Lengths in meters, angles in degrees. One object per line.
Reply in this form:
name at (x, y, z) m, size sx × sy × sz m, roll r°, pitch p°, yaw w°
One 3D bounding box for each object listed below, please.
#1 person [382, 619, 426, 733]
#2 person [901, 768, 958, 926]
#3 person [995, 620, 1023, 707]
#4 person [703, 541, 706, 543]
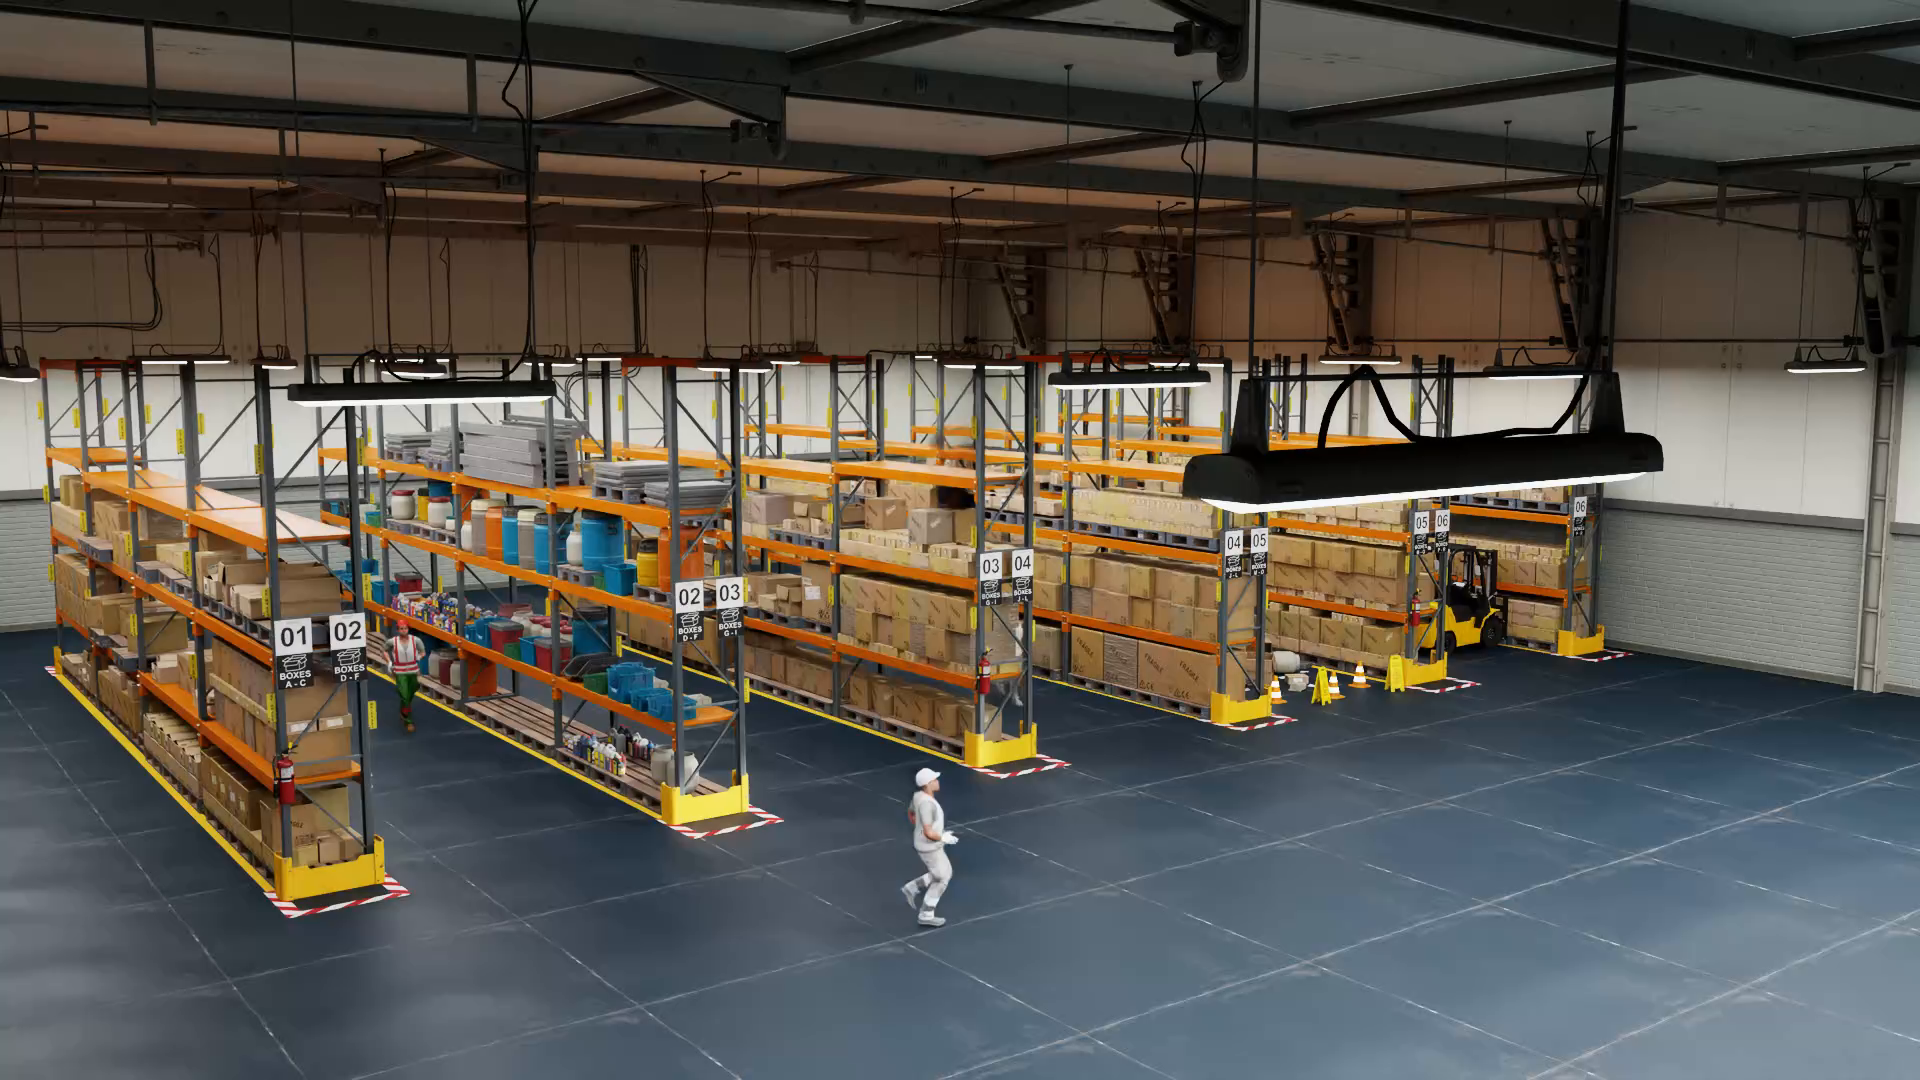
person at (-9.034, 2.175, 27.152) m, size 0.639 × 1.784 × 0.956 m, roll -4°, pitch 8°, yaw -32°
person at (-0.337, 3.319, 17.994) m, size 0.598 × 1.739 × 0.657 m, roll -1°, pitch 7°, yaw -9°
person at (0.875, 1.992, 29.056) m, size 0.692 × 1.754 × 0.751 m, roll -6°, pitch 9°, yaw -40°
person at (-6.473, 0.606, 40.592) m, size 0.779 × 1.752 × 0.655 m, roll 3°, pitch 8°, yaw 27°
